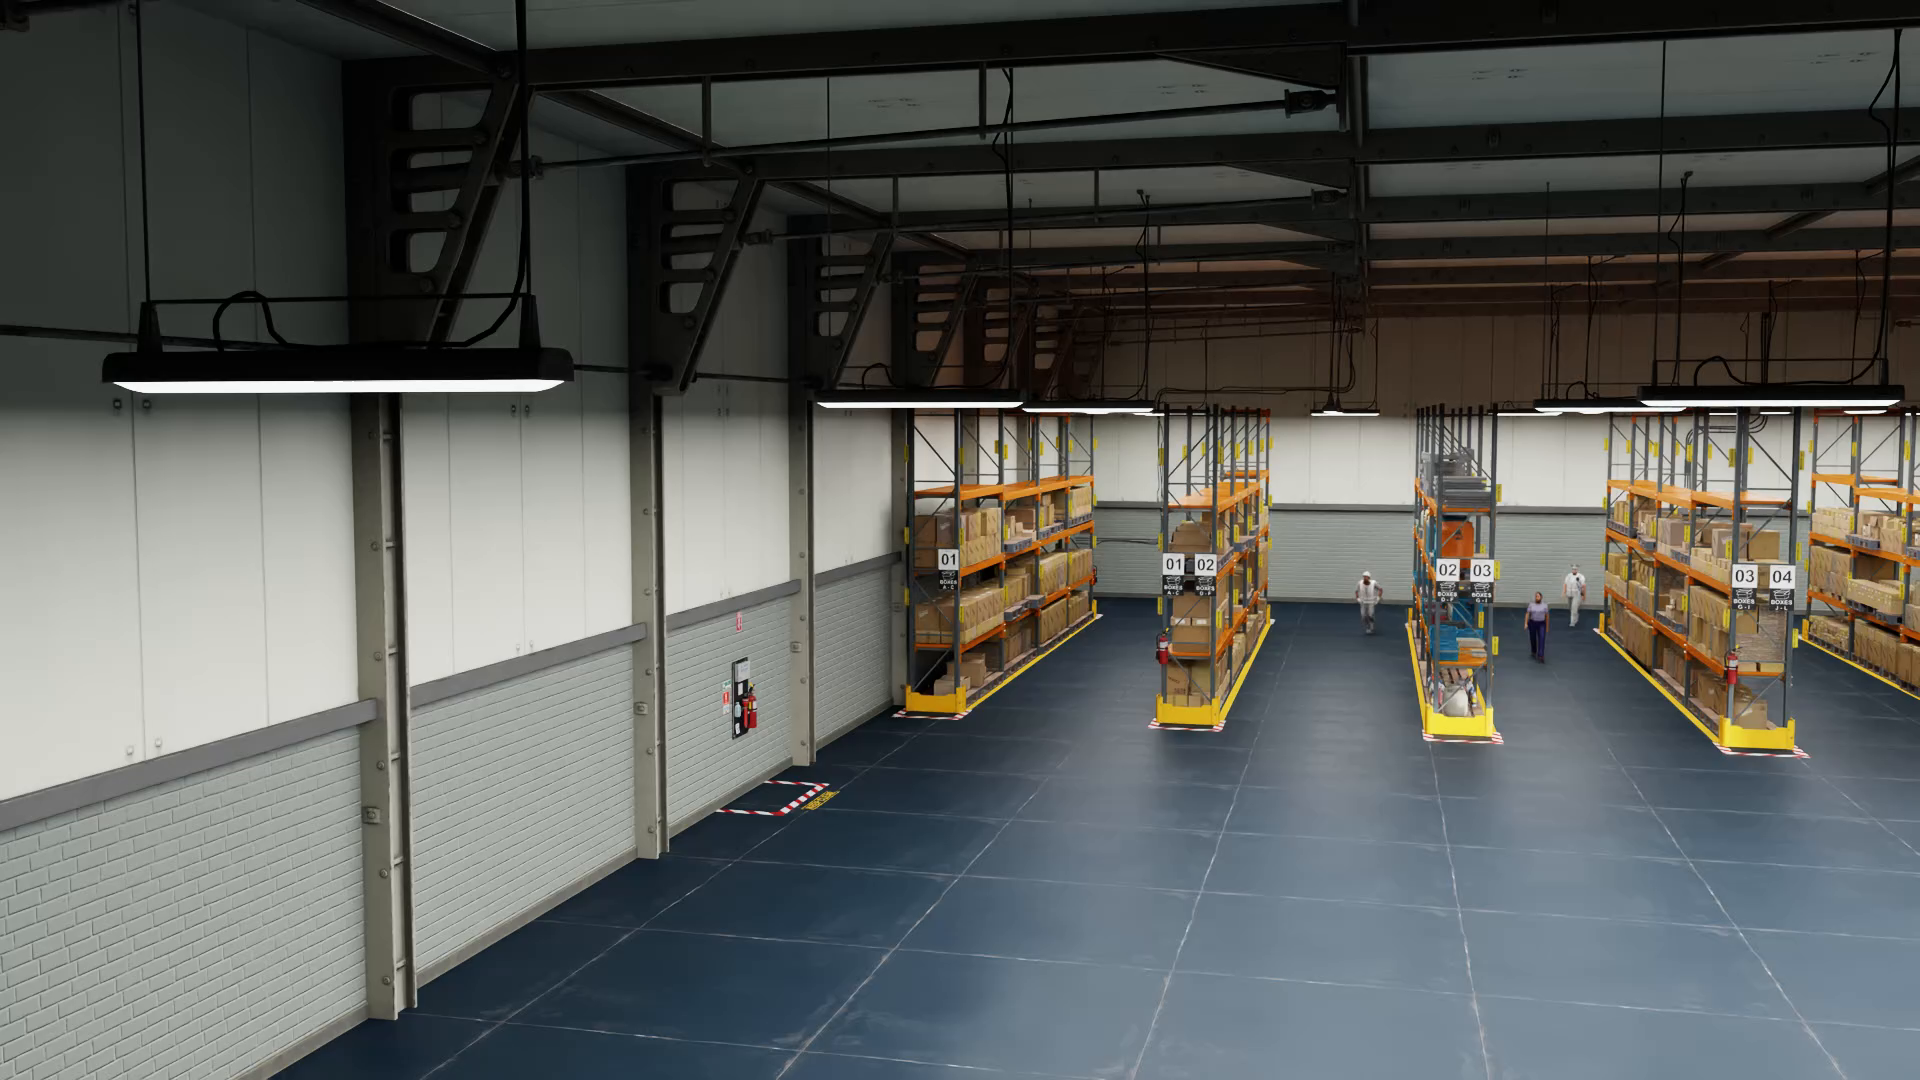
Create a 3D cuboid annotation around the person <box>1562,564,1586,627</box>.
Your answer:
[{"bbox_3d":[16.979,1.507,45.931,0.561,1.708,1.086,4,6,42],"label":"person"}]

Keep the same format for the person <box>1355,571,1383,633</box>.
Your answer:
[{"bbox_3d":[10.891,1.661,44.313,0.722,1.680,0.660,2,5,25],"label":"person"}]

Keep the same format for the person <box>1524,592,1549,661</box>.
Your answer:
[{"bbox_3d":[13.697,2.032,39.484,0.560,1.591,1.001,1,4,20],"label":"person"}]
